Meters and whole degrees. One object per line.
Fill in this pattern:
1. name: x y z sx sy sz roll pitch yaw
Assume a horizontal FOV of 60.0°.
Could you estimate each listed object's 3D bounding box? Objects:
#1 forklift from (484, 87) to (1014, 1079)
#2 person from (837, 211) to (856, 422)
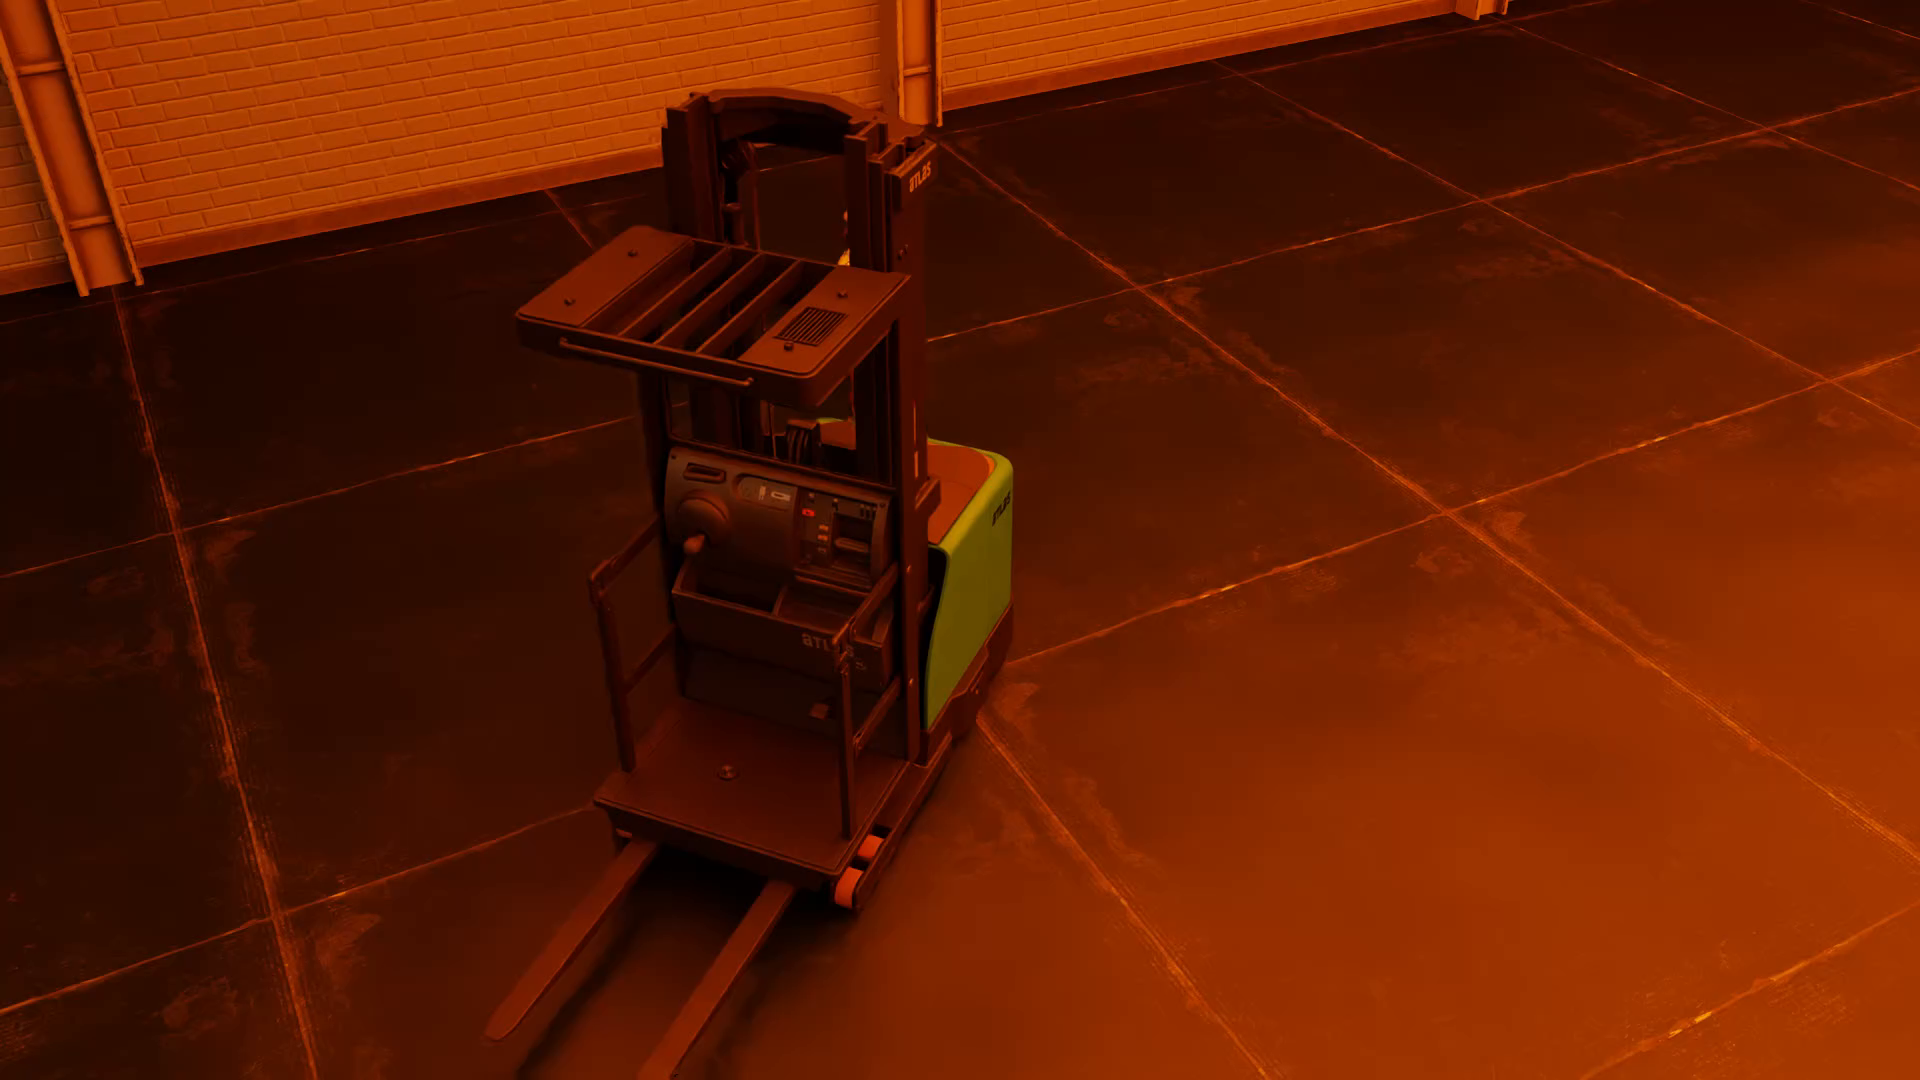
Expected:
1. forklift: -0.781 -0.013 6.142 1.130 2.935 3.031 13 37 18
2. person: -0.461 -0.970 8.702 0.539 1.569 0.835 2 35 3
